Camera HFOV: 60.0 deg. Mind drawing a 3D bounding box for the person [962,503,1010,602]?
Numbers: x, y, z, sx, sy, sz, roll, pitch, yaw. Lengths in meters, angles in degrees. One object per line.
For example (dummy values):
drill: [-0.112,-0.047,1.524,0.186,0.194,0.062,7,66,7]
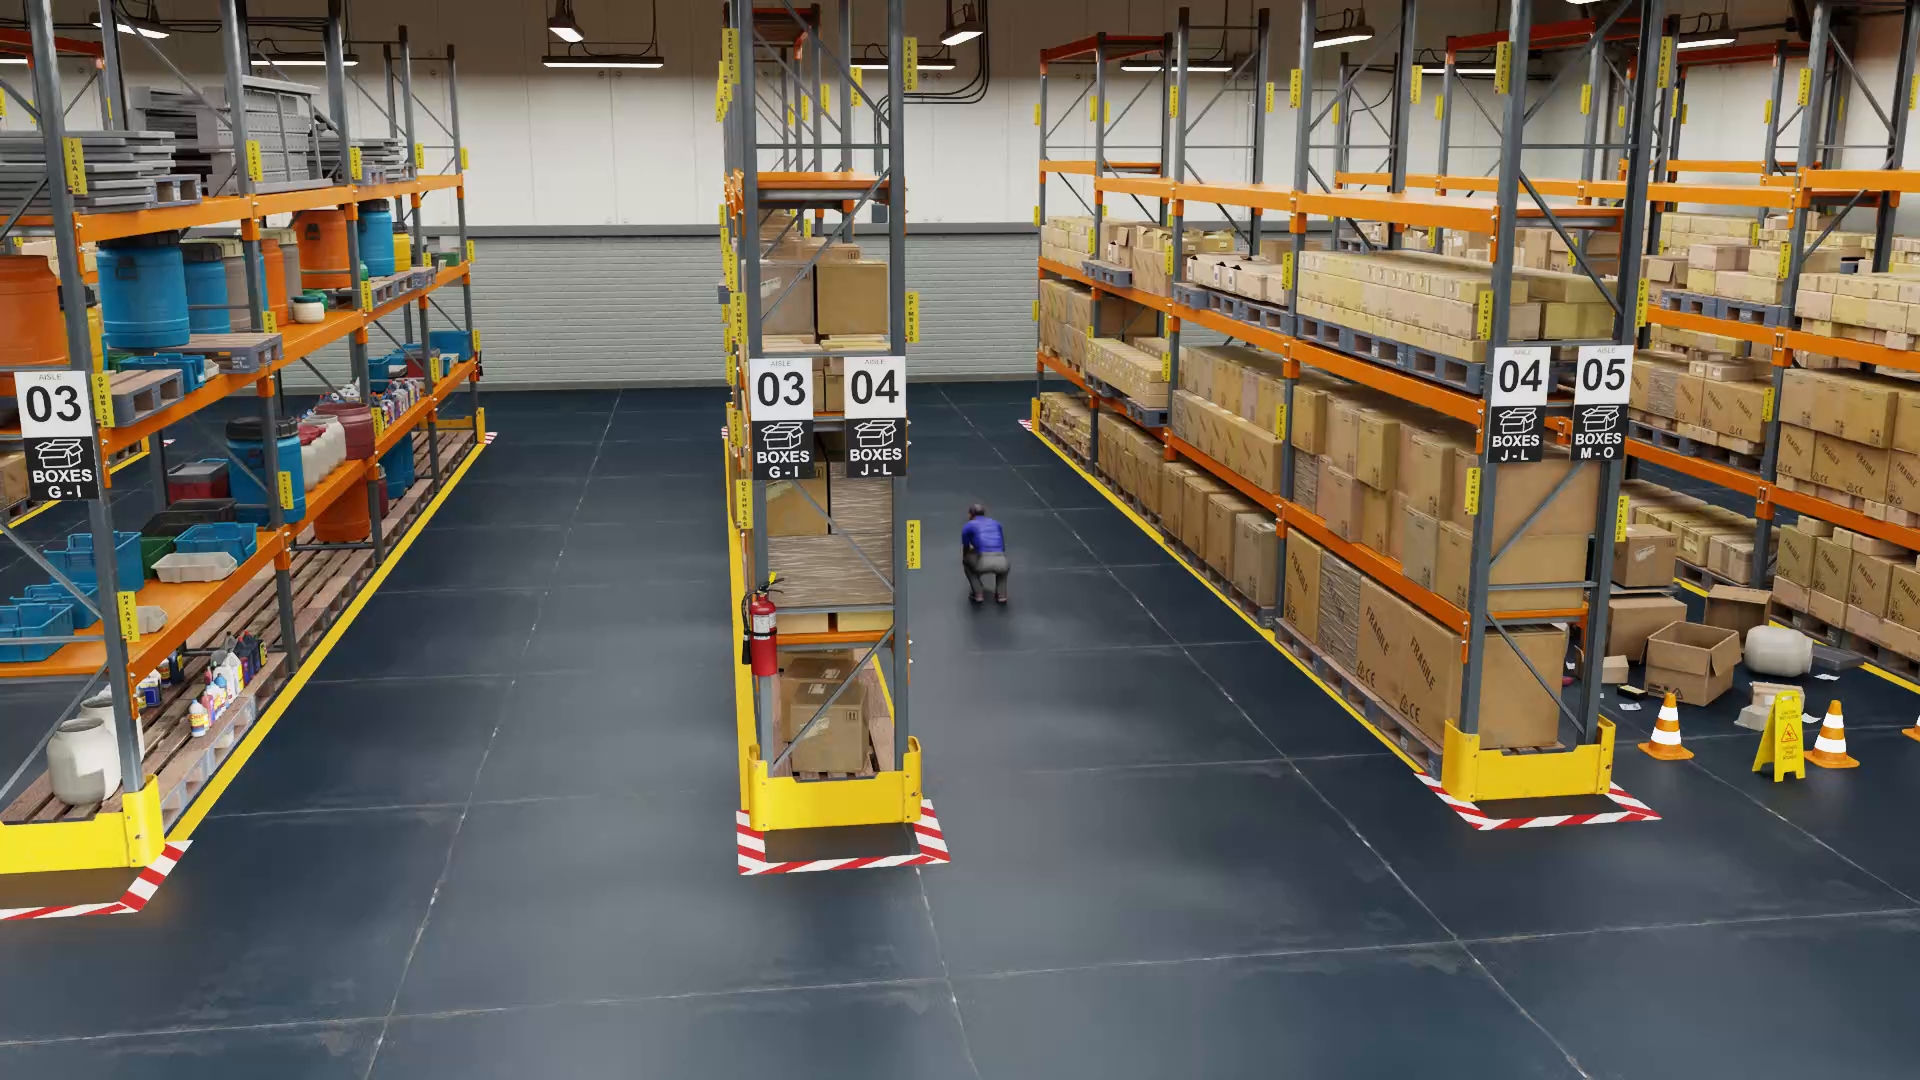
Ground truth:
person: [0.258,0.128,17.056,0.468,0.942,0.844,-2,13,-9]
